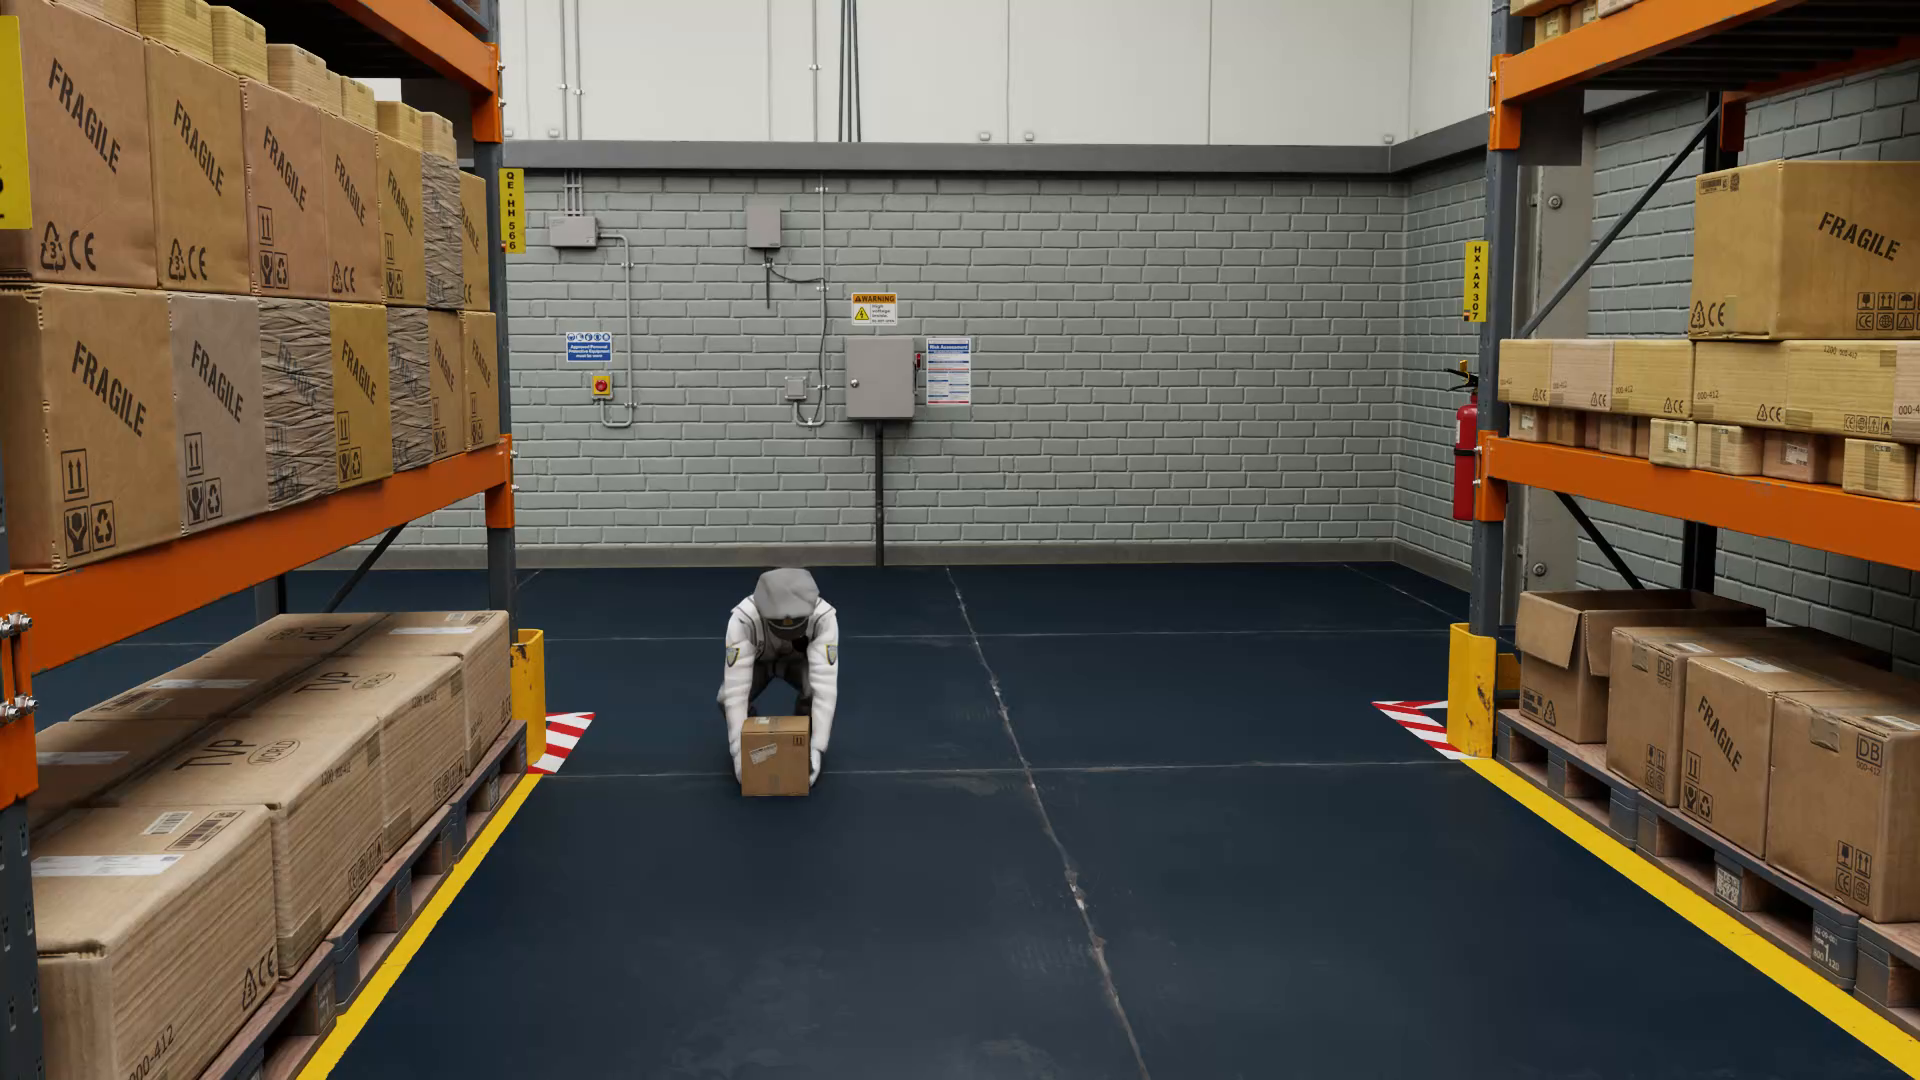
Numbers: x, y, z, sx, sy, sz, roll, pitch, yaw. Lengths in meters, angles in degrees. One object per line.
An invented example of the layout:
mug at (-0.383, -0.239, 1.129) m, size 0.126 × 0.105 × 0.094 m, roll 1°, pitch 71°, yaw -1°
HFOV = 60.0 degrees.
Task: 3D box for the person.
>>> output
person at (-0.722, 0.497, 6.612) m, size 0.480 × 0.850 × 0.858 m, roll 0°, pitch 7°, yaw -4°
